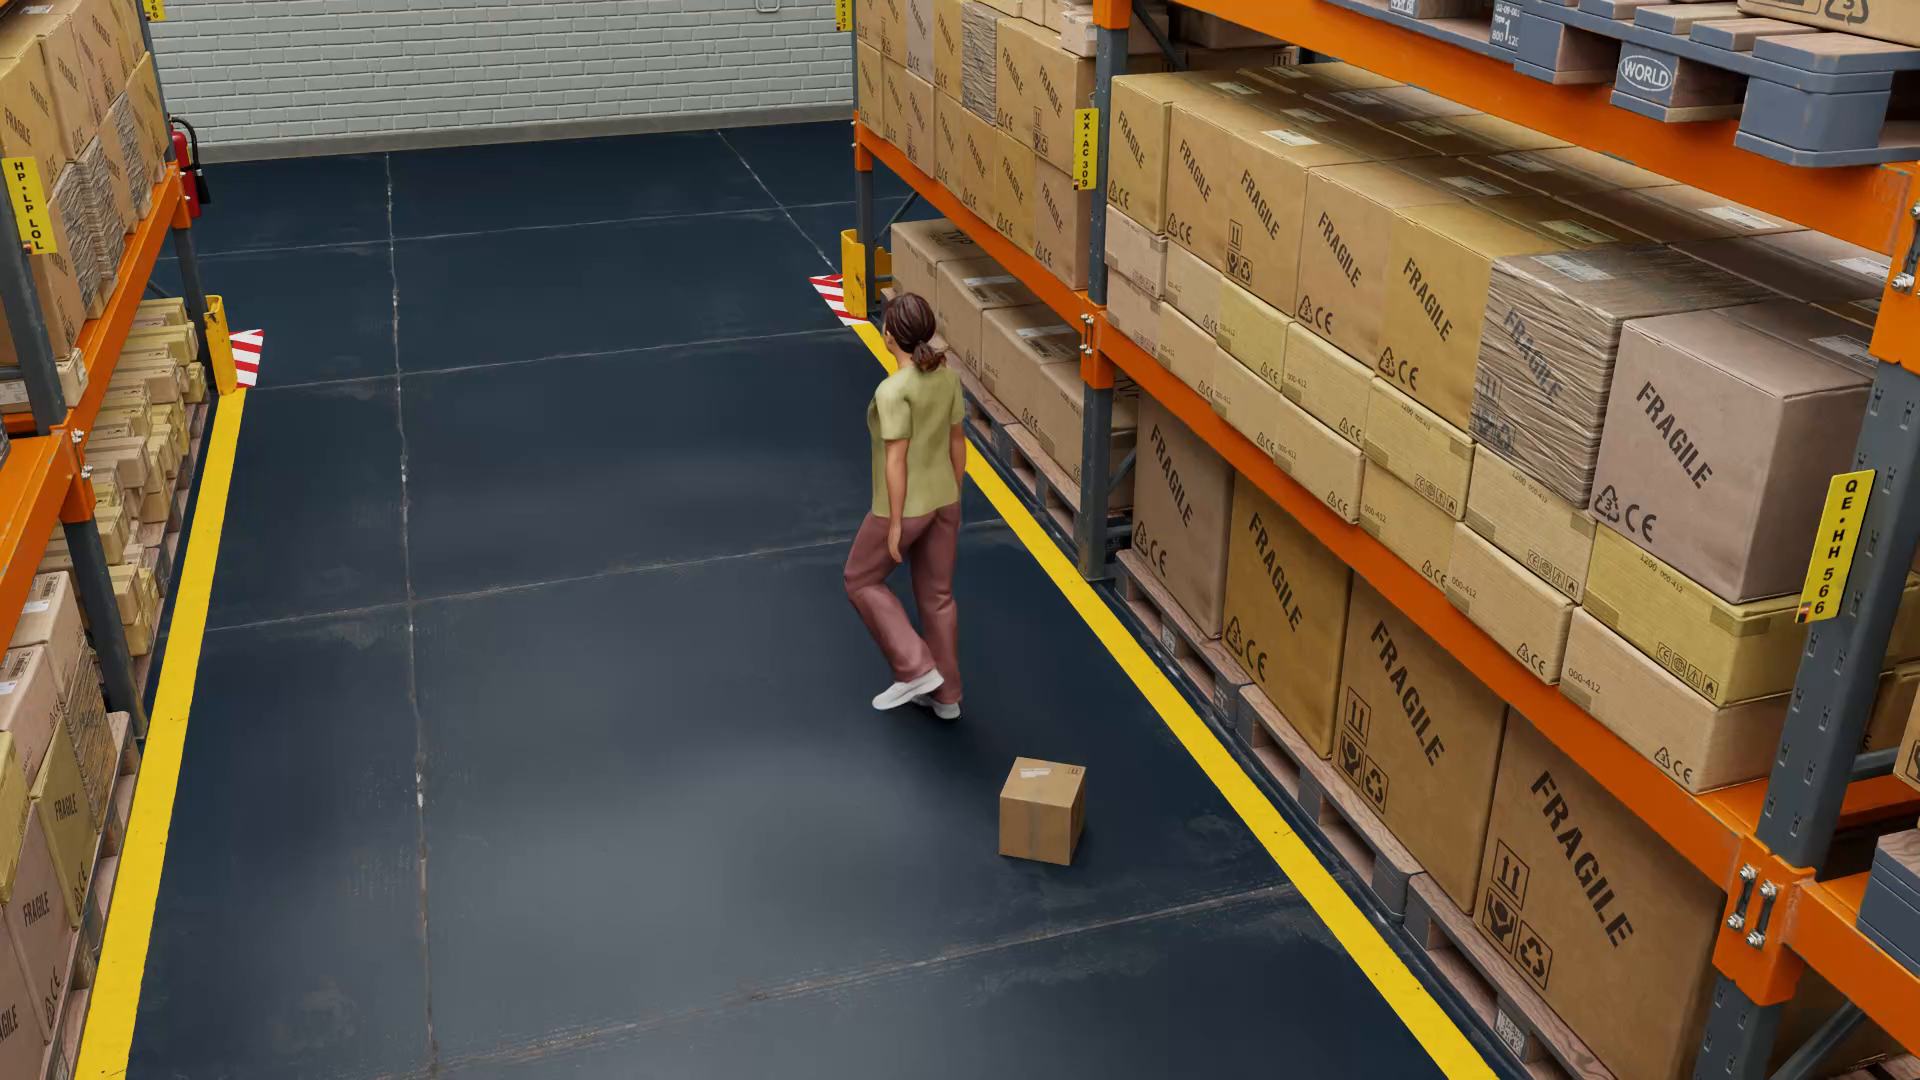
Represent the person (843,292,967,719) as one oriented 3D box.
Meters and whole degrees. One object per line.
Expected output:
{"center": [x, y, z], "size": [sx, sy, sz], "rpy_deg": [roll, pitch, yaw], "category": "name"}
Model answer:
{"center": [-0.164, -0.112, 6.311], "size": [0.495, 1.655, 0.470], "rpy_deg": [-24, 35, -39], "category": "person"}
